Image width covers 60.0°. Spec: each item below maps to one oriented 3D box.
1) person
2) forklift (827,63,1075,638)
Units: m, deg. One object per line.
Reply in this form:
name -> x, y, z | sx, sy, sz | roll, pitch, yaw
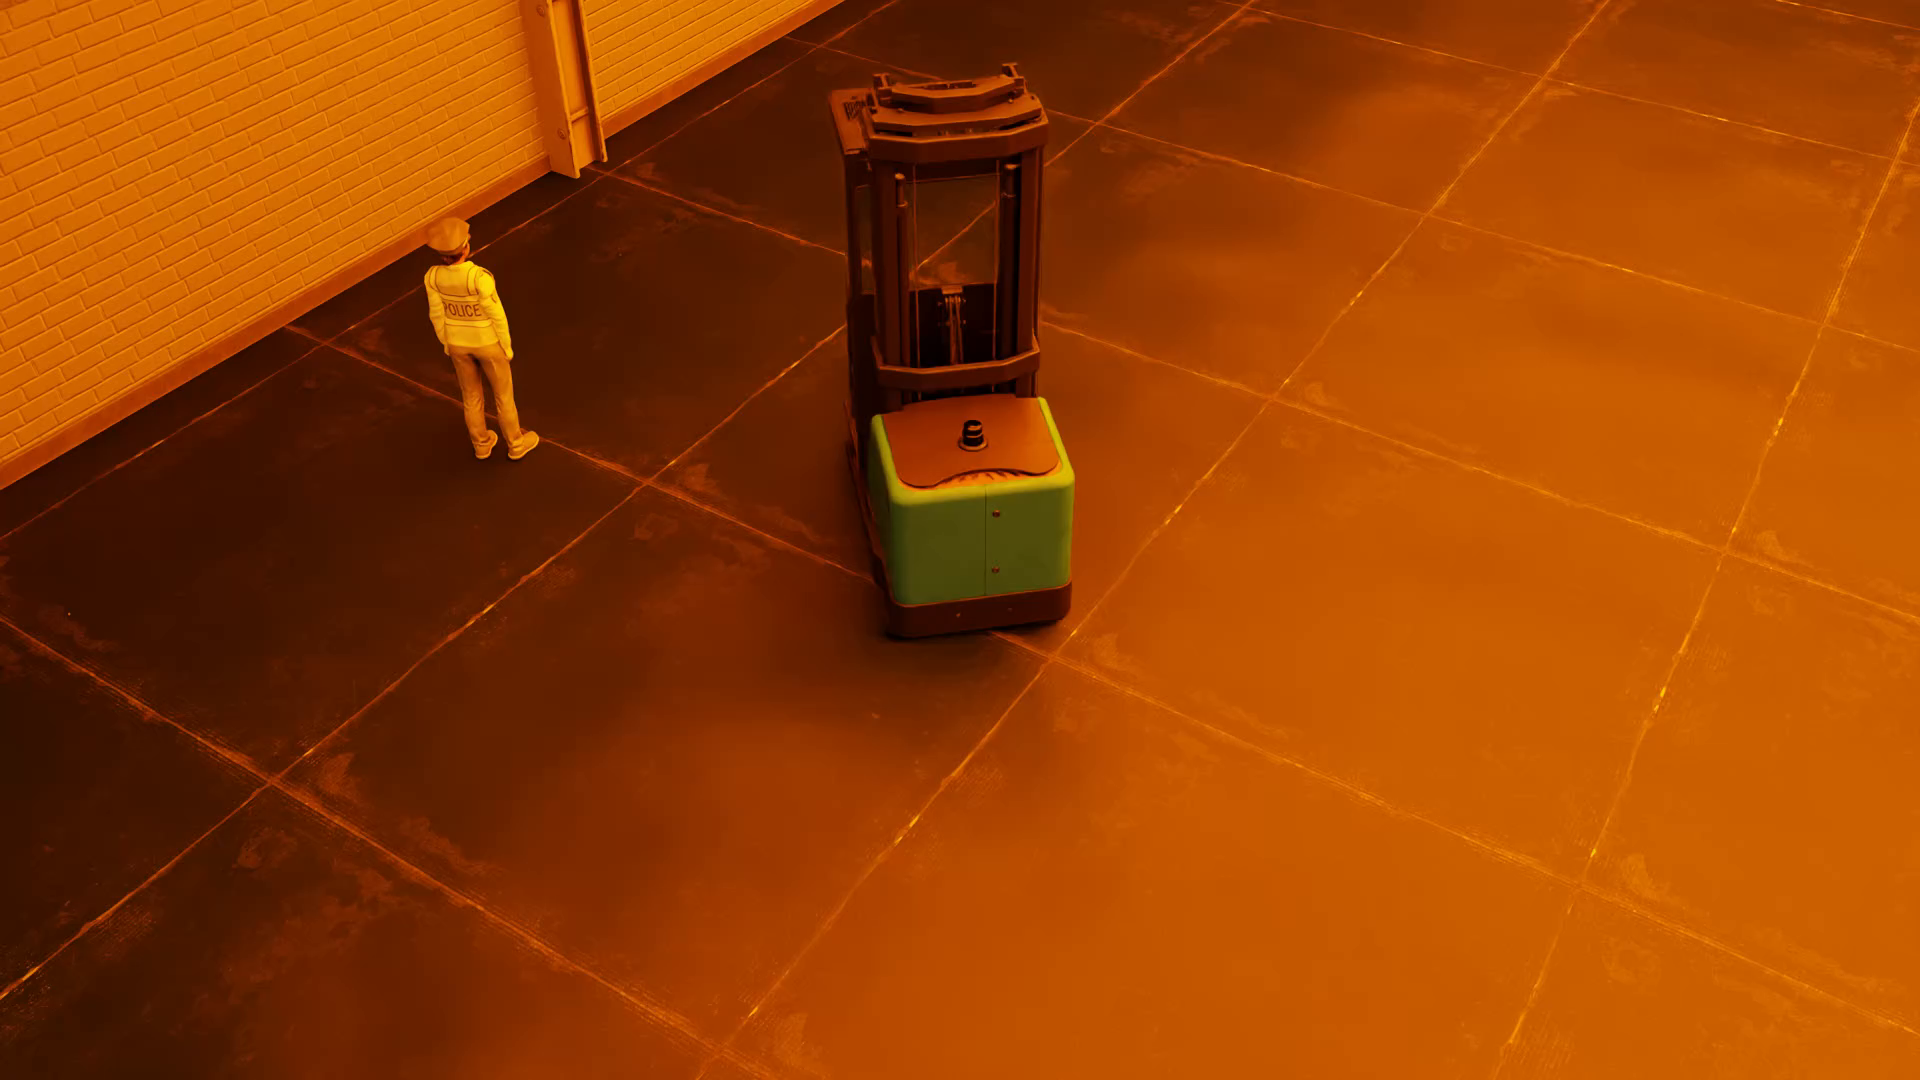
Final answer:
person -> -3.020, -1.240, 10.393 | 0.463, 1.692, 0.338 | 5, 40, 5
forklift -> -0.135, -1.520, 9.761 | 1.130, 2.935, 3.031 | -7, 41, -8
